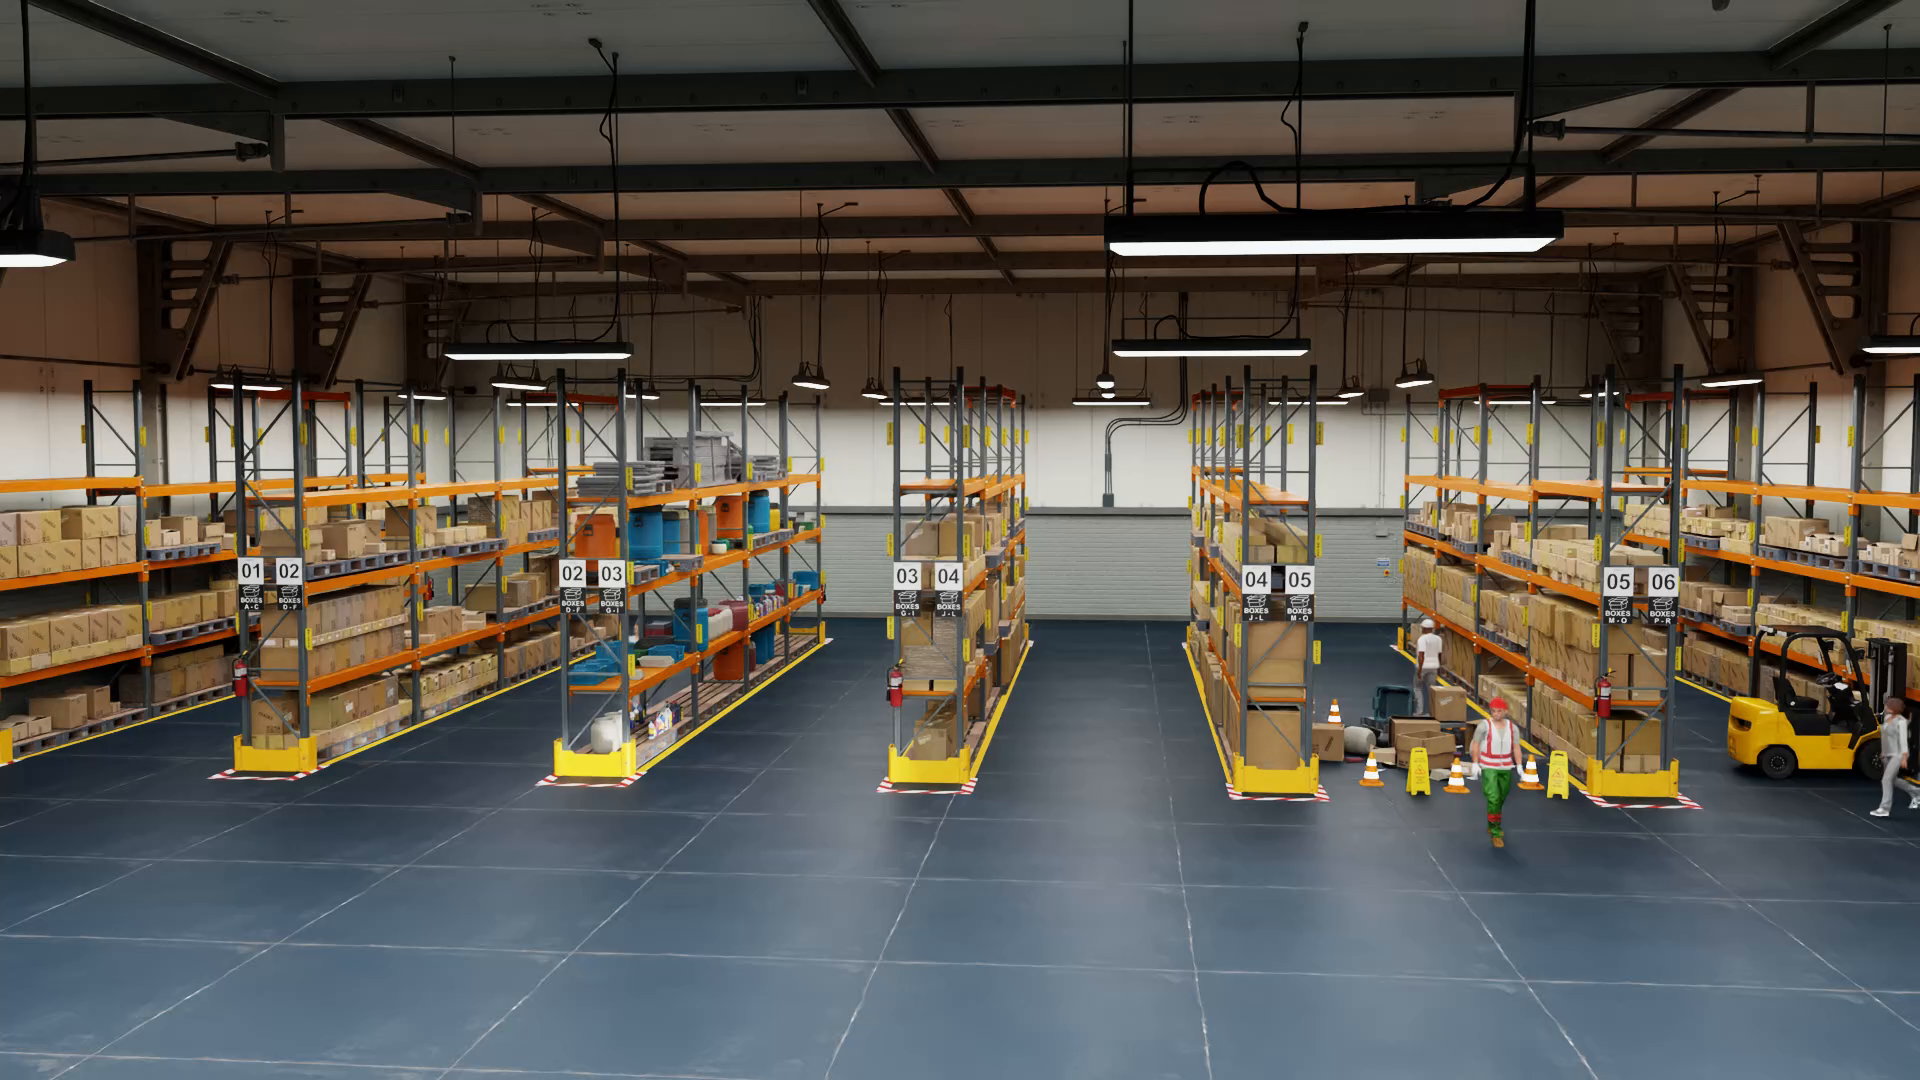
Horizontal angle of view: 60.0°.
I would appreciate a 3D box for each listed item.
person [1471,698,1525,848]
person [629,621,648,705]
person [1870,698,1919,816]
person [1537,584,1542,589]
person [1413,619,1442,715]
[{"bbox_3d":[6.643,2.864,20.517,0.554,1.845,0.705,0,4,-6],"label":"person"},{"bbox_3d":[-5.891,2.292,30.335,0.446,1.616,0.982,1,4,12],"label":"person"},{"bbox_3d":[12.365,2.843,21.892,0.803,1.564,0.429,0,4,-4],"label":"person"},{"bbox_3d":[13.604,1.730,39.198,1.004,1.611,0.450,2,4,24],"label":"person"},{"bbox_3d":[8.327,2.312,29.492,0.543,1.805,0.604,0,4,-7],"label":"person"}]
